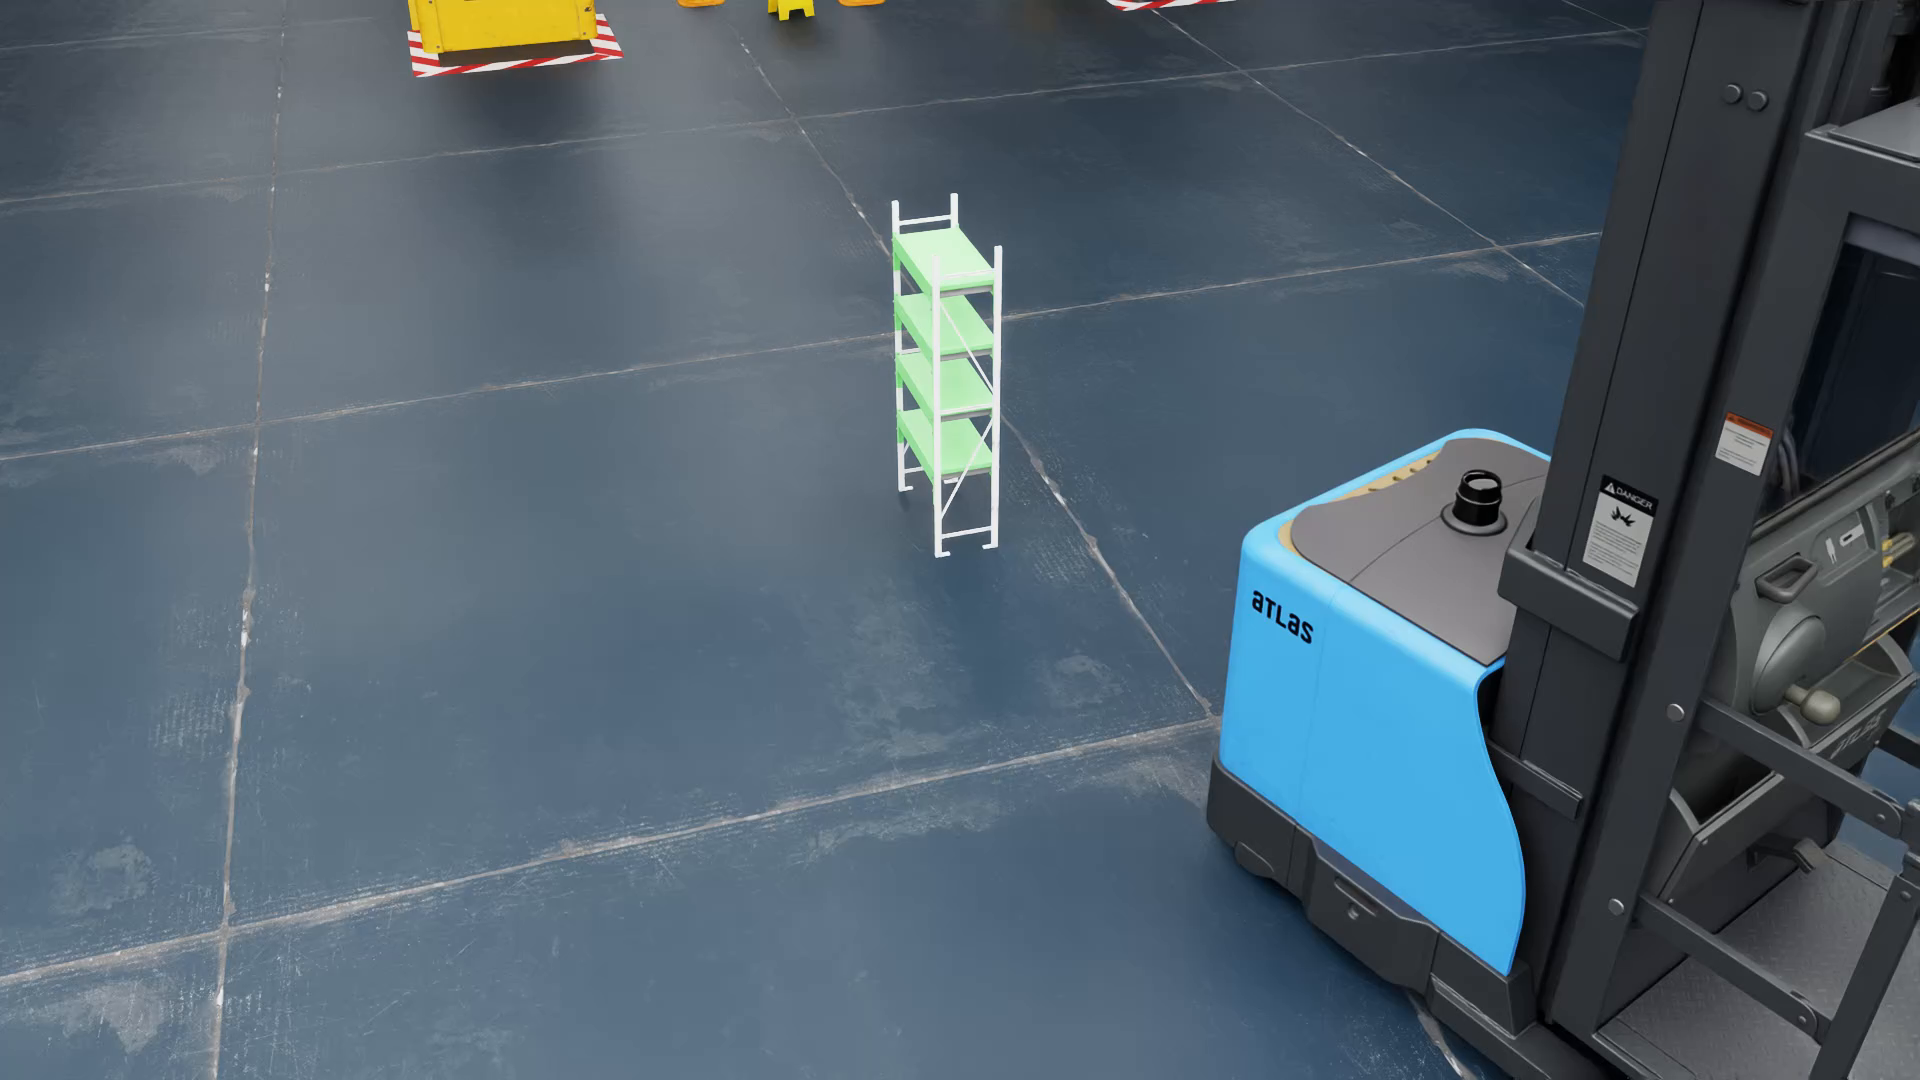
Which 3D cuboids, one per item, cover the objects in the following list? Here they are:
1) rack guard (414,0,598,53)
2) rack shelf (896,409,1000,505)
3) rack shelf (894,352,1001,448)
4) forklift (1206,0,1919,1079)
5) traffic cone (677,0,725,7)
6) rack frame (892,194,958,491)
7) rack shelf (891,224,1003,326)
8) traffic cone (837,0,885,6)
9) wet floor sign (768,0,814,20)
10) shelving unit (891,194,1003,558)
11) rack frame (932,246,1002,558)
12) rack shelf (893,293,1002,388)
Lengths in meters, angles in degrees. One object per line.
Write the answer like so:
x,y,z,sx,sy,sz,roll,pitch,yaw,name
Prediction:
-3.105,-3.670,11.351,1.175,0.500,0.348,-10,35,-15,rack guard
-0.050,-0.334,6.218,0.258,0.148,0.480,-10,35,-15,rack shelf
-0.050,-0.534,6.086,0.258,0.148,0.480,-10,35,-15,rack shelf
2.017,0.133,3.390,1.130,2.935,3.031,-23,40,-30,forklift
-1.922,-4.185,12.163,0.336,0.463,0.334,-10,35,-15,traffic cone
-0.125,-0.716,6.245,0.240,1.200,0.015,-10,35,-15,rack frame
-0.050,-0.935,5.821,0.258,0.148,0.480,-10,35,-15,rack shelf
-0.742,-4.196,12.181,0.336,0.463,0.334,-10,35,-15,traffic cone
-1.218,-4.061,11.811,0.267,0.644,0.232,-16,37,-23,wet floor sign
-0.050,-0.587,6.051,0.258,1.200,0.503,-10,35,-15,shelving unit
0.024,-0.459,5.857,0.240,1.200,0.015,-10,35,-15,rack frame
-0.050,-0.734,5.954,0.258,0.148,0.480,-10,35,-15,rack shelf
